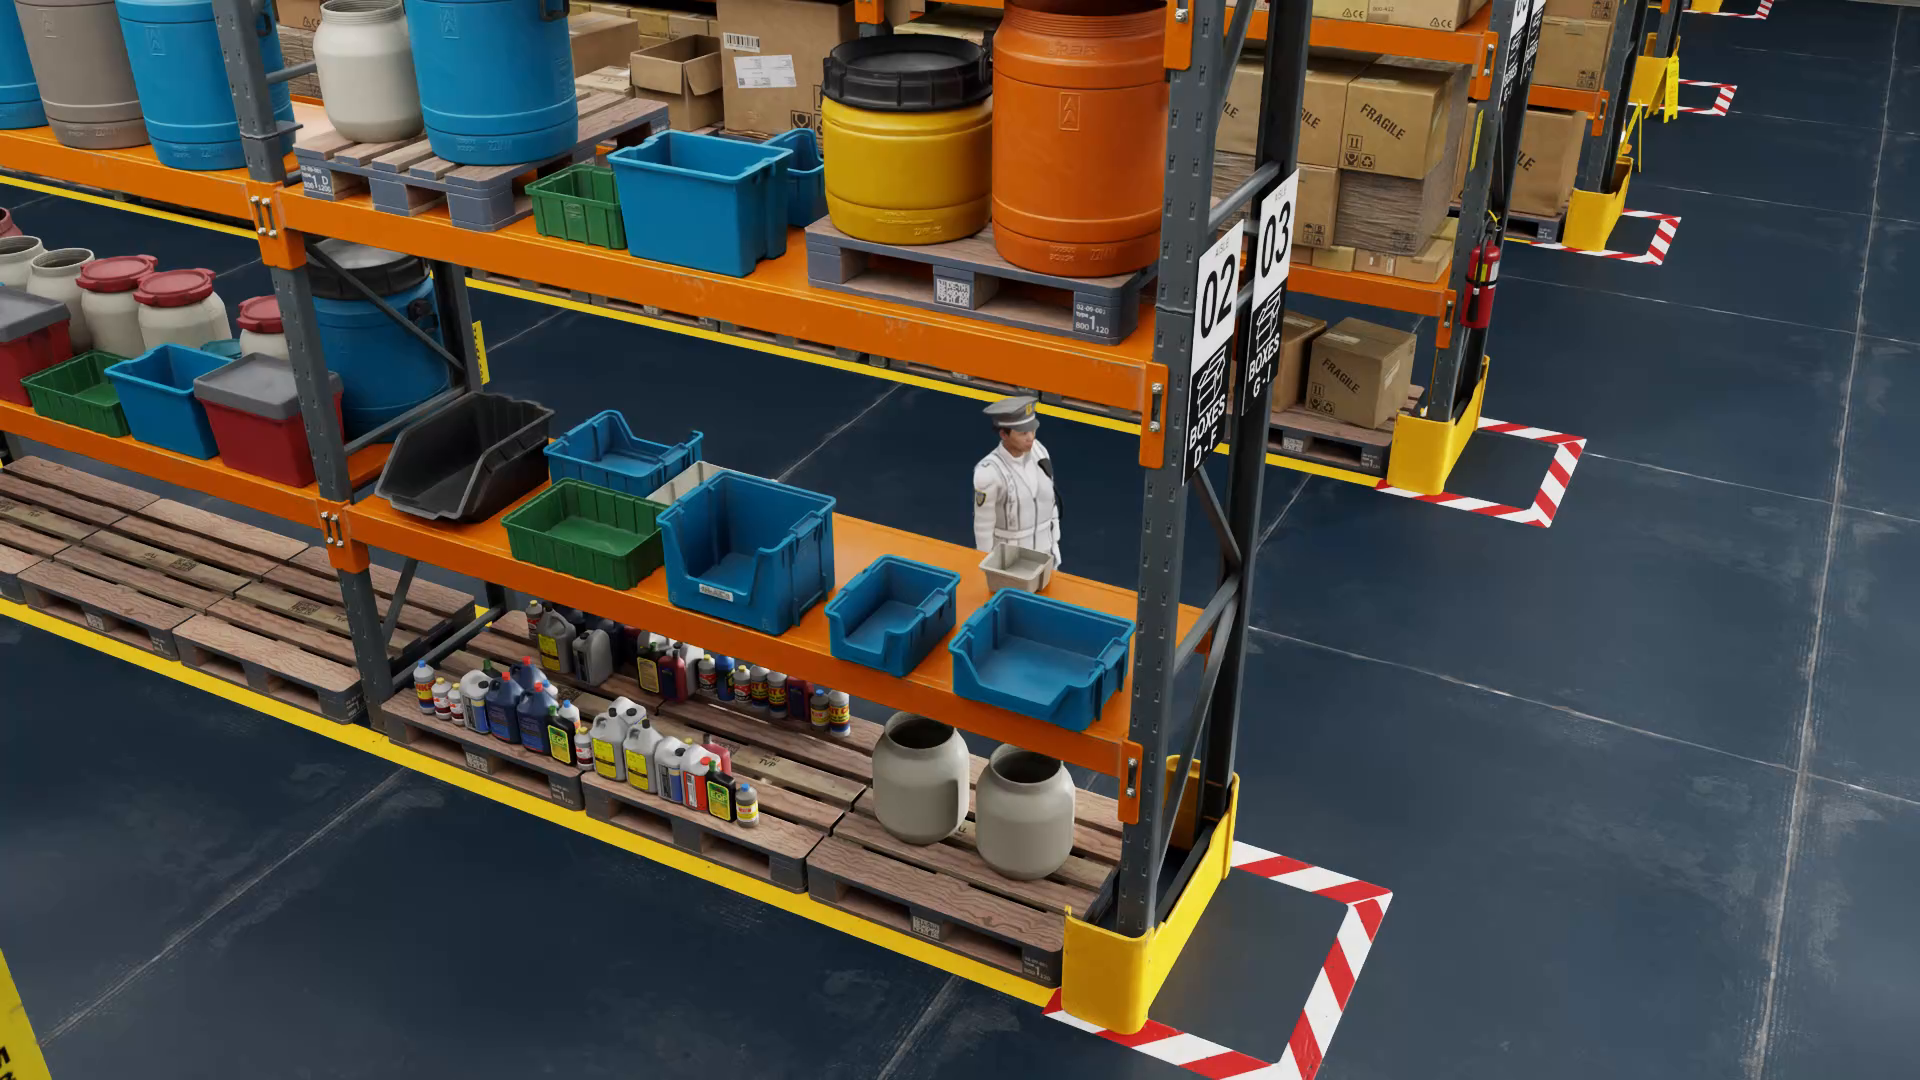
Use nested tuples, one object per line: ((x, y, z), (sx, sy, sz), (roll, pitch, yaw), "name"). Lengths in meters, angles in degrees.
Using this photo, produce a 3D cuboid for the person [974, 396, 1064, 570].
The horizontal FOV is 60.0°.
((0.299, 0.089, 8.190), (0.489, 1.730, 0.384), (-24, 38, -35), "person")
